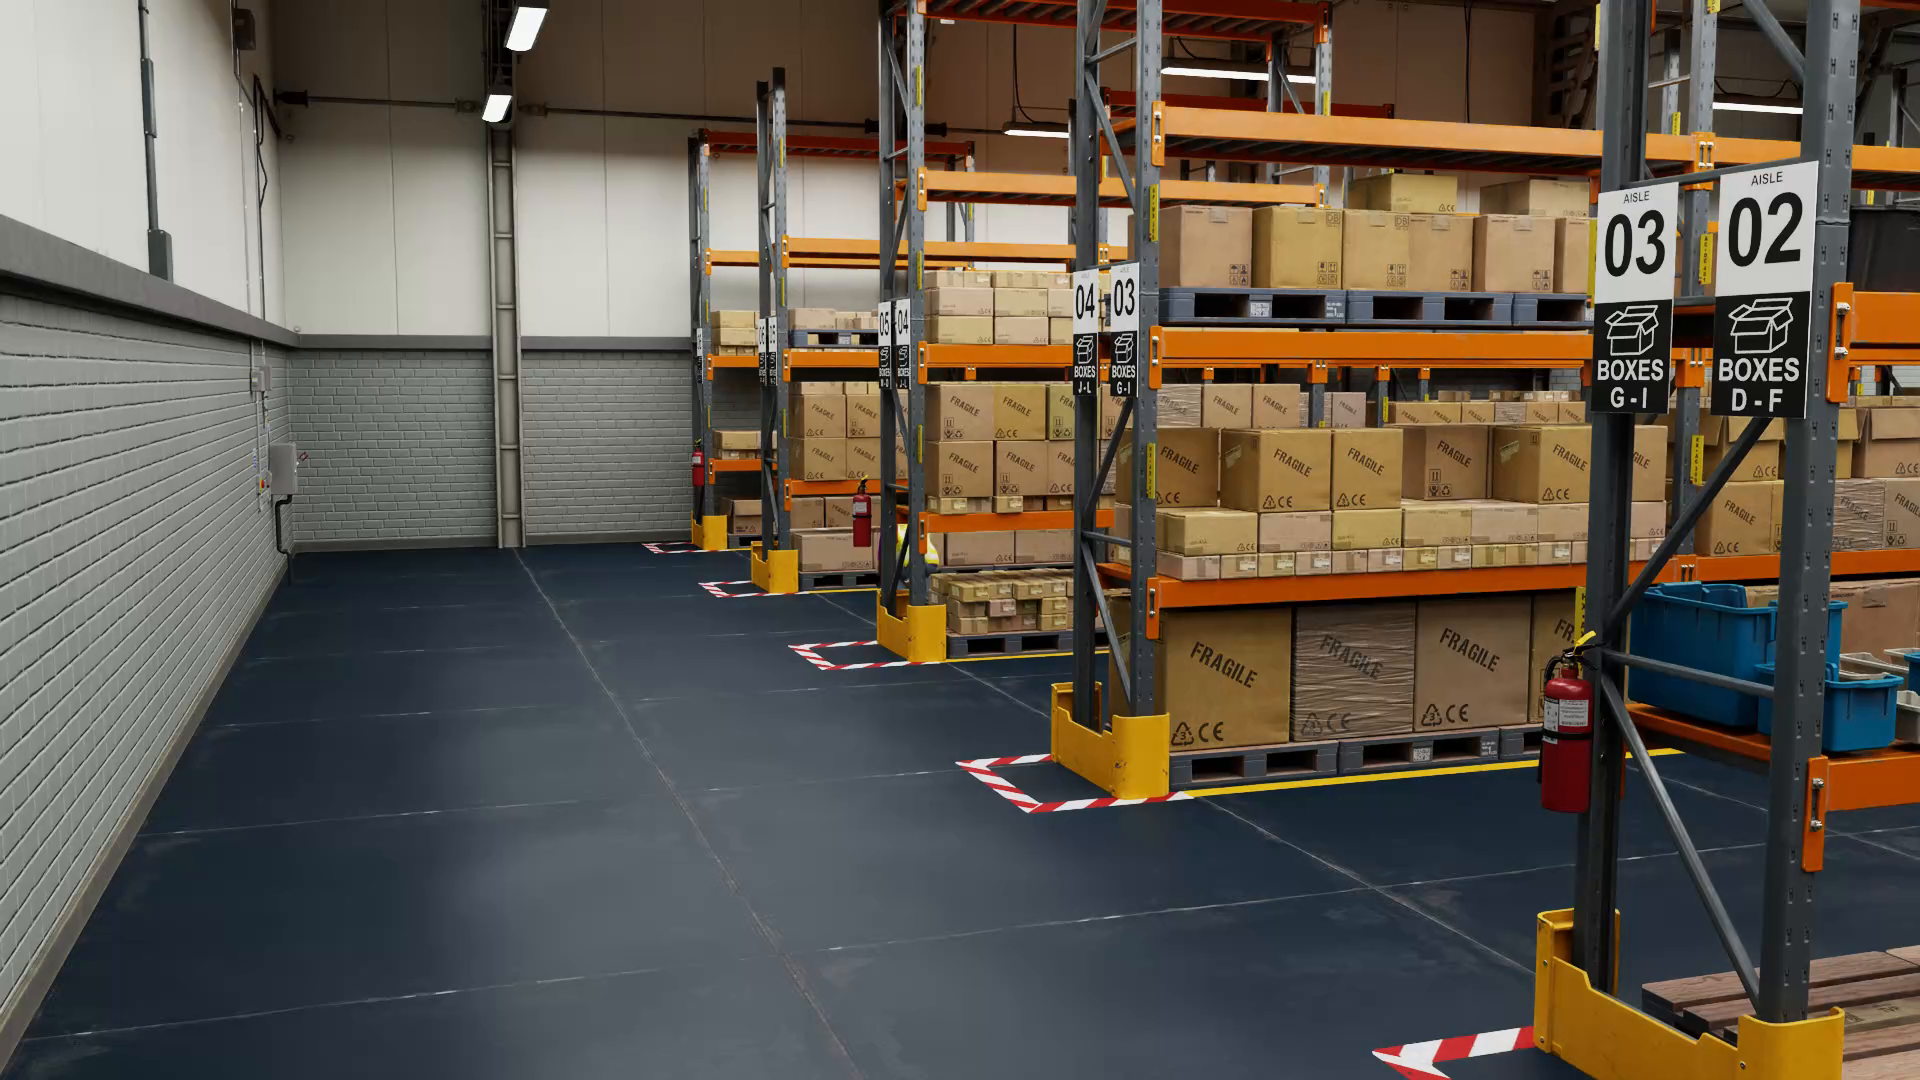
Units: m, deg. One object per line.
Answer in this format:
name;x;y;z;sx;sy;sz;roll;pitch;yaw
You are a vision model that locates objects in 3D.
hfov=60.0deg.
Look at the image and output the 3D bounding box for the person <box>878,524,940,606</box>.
person;-0.575;0.258;18.135;0.580;0.975;0.893;-2;6;-19
